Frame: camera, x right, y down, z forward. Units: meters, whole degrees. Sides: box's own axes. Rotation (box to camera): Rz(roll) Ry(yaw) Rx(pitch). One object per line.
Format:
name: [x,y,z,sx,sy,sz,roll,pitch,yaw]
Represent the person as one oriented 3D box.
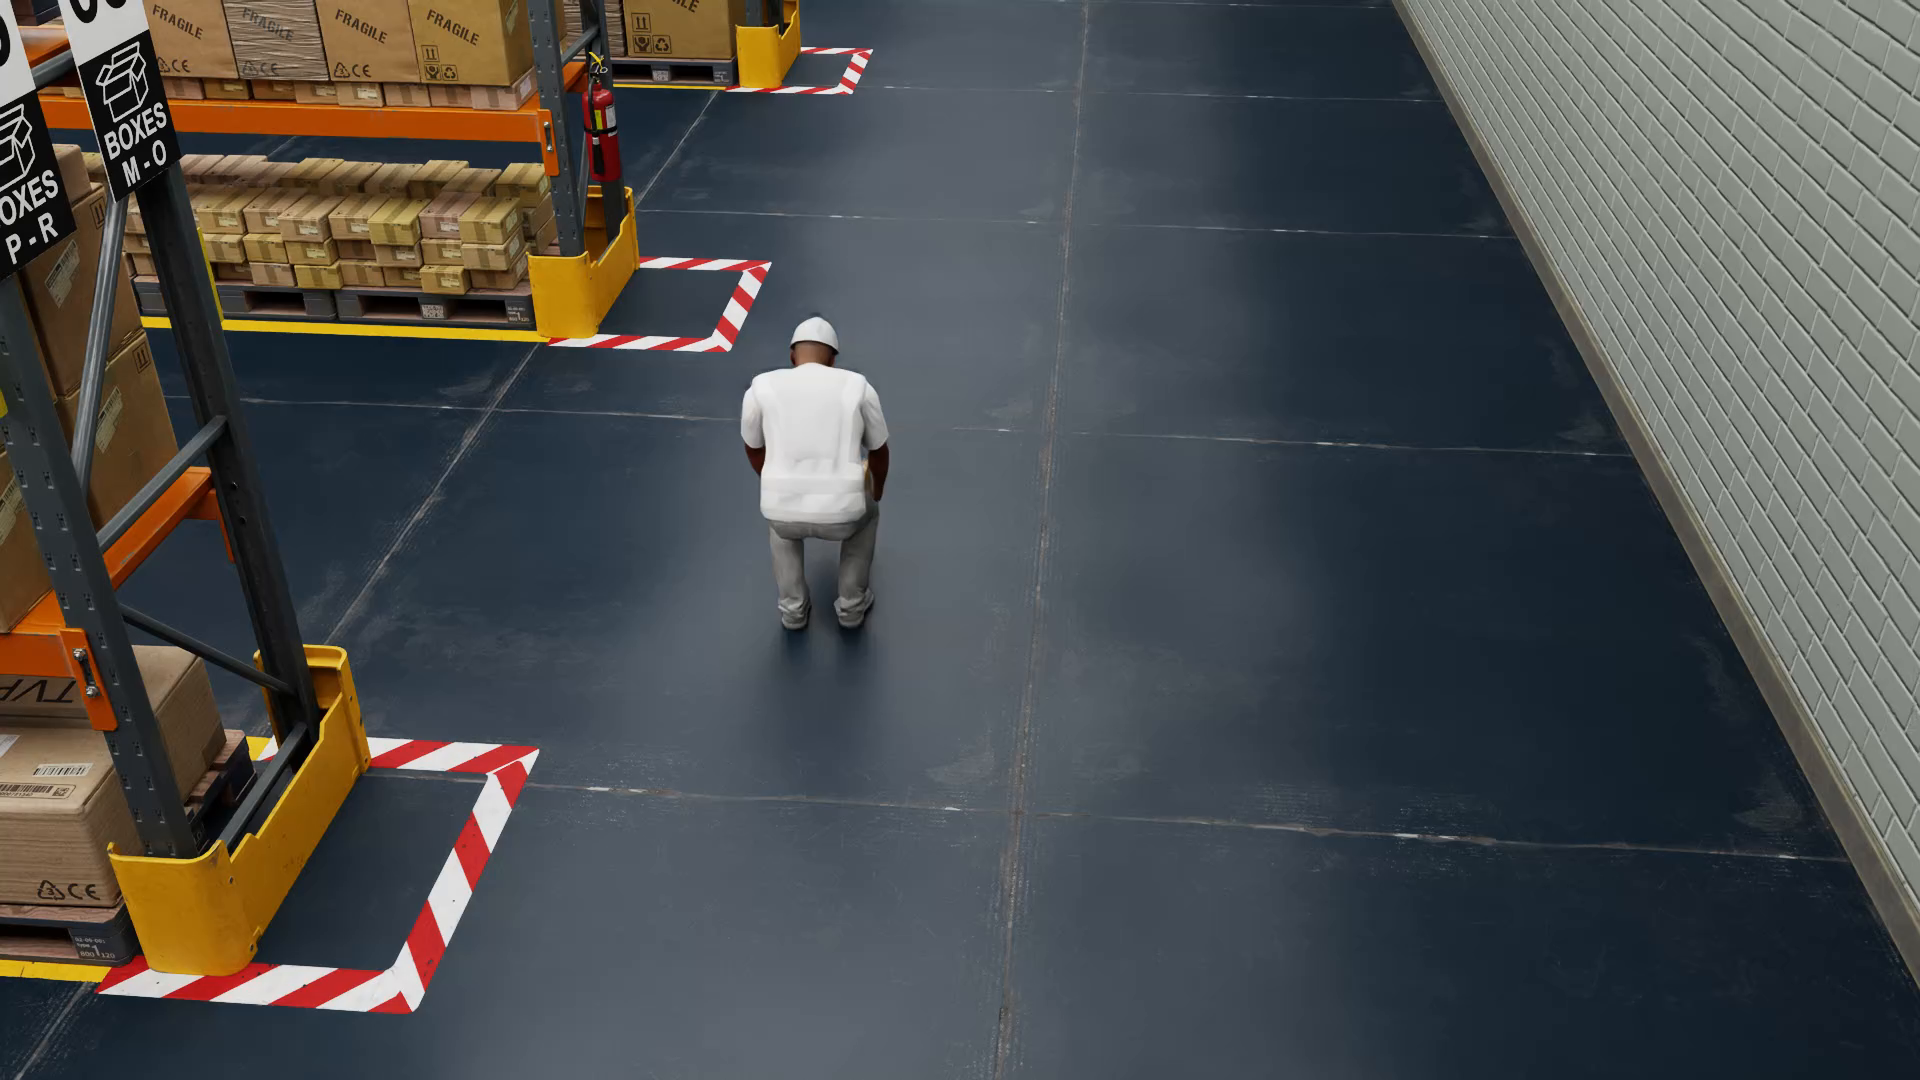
person: [-0.626,-0.244,7.016,0.623,1.233,0.831,2,32,4]
